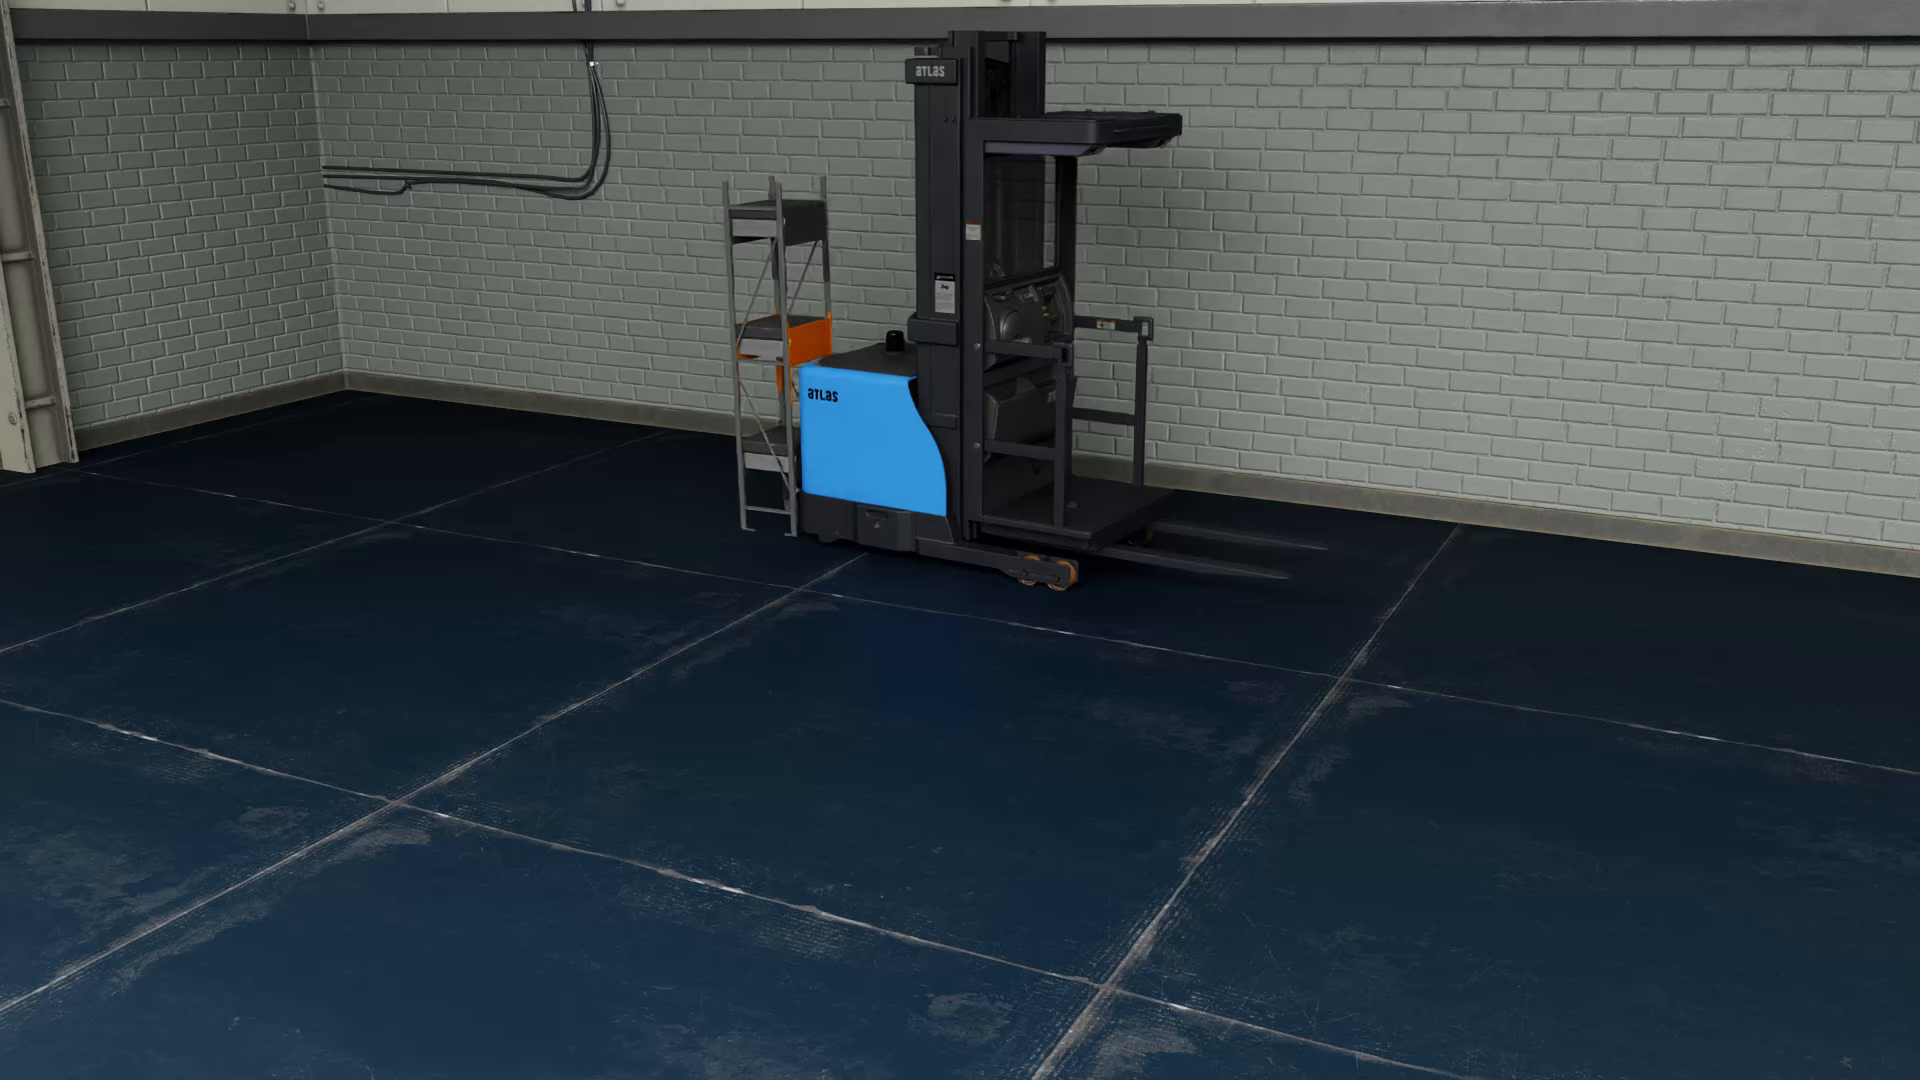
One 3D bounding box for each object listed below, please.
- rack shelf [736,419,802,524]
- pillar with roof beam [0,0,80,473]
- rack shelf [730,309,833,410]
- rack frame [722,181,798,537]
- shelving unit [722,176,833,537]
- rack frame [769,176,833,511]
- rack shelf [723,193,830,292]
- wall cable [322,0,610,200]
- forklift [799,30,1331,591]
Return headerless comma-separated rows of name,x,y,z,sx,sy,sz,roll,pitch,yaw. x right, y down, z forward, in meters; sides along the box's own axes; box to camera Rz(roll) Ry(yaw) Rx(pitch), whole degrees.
rack shelf,-1.060,-0.428,10.268,0.431,0.518,0.480,7,18,26
pillar with roof beam,-2.686,-4.300,8.698,9.100,9.000,0.400,8,18,25
rack shelf,-1.072,-1.101,10.074,0.431,0.518,0.480,7,18,26
rack frame,-1.183,-1.052,9.862,0.400,2.100,0.015,7,18,26
shelving unit,-1.072,-1.114,10.070,0.431,2.100,0.503,7,18,26
rack frame,-0.961,-1.176,10.279,0.400,2.100,0.015,7,18,26
rack shelf,-1.084,-1.773,9.880,0.431,0.518,0.480,7,18,26
wall cable,-4.037,-3.942,12.944,3.097,2.526,0.112,8,18,25
forklift,0.570,-1.298,9.246,3.031,2.935,1.130,10,19,30
